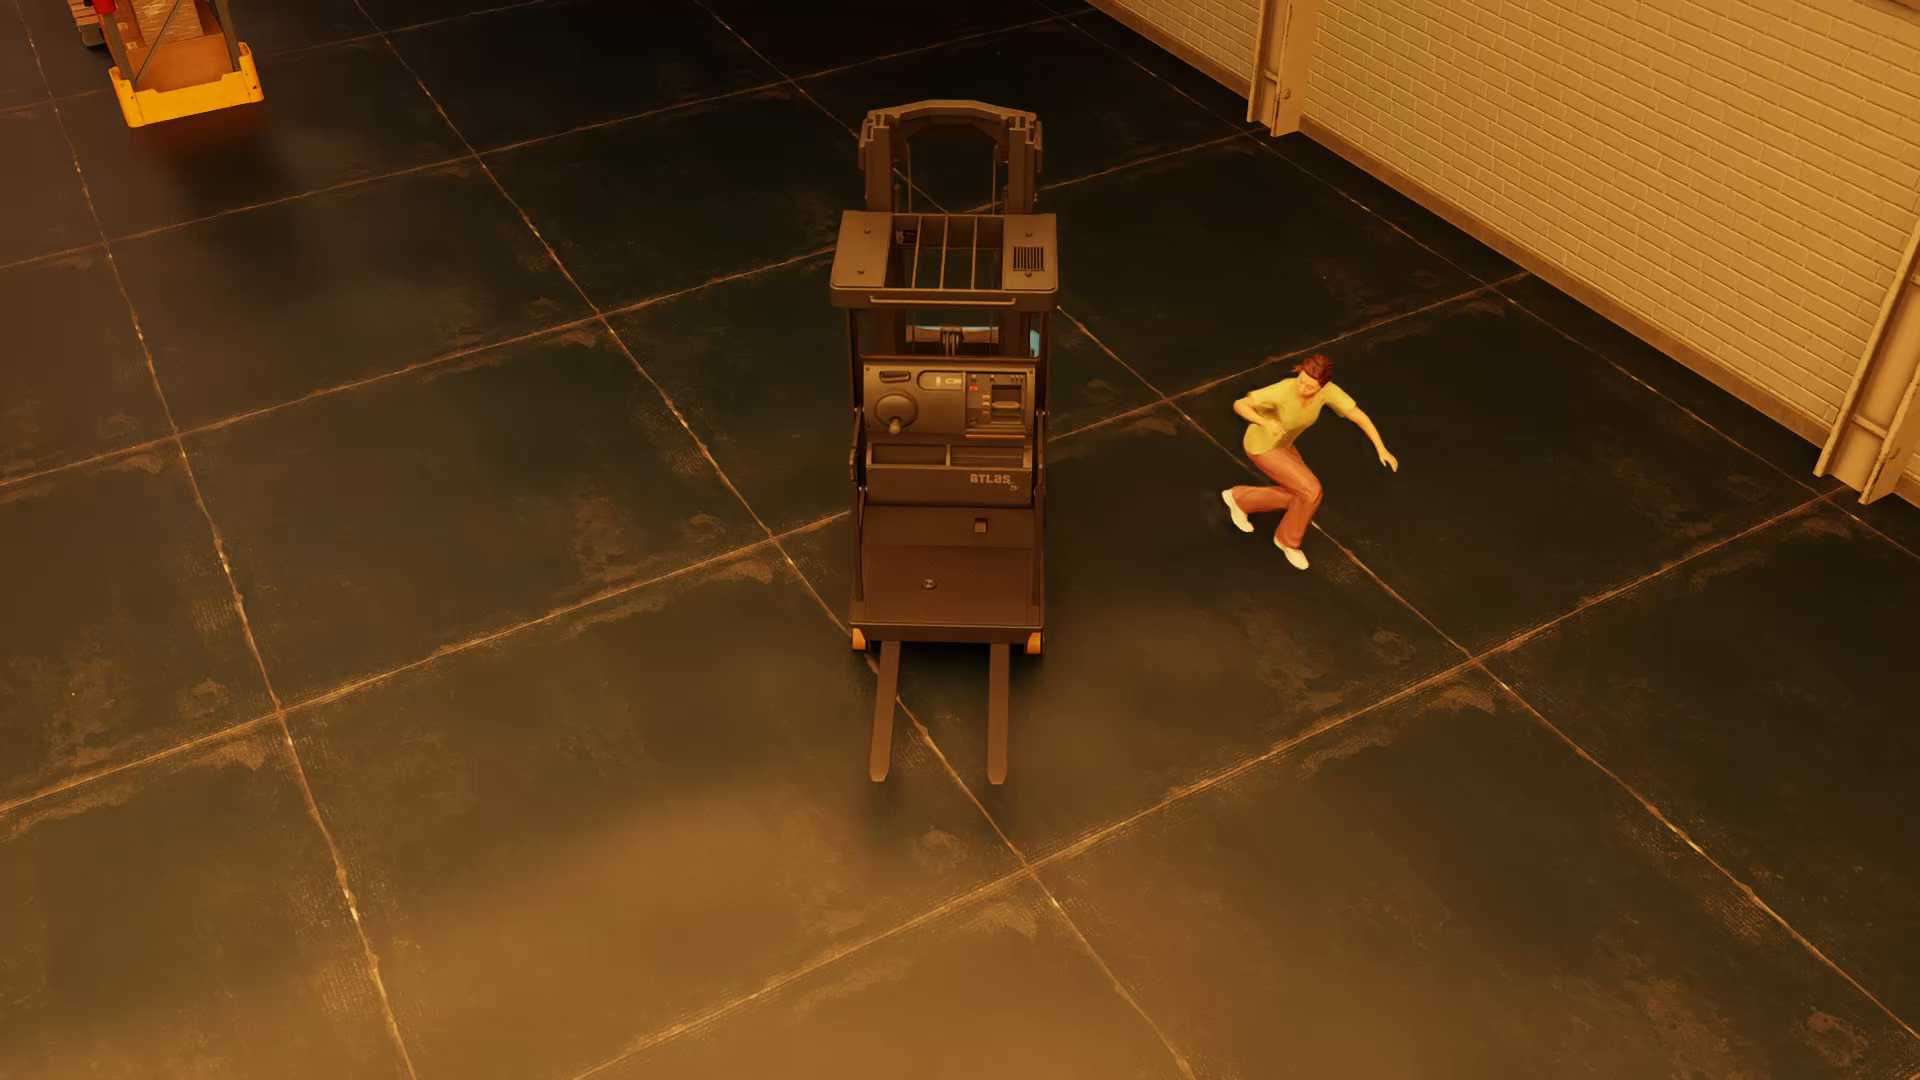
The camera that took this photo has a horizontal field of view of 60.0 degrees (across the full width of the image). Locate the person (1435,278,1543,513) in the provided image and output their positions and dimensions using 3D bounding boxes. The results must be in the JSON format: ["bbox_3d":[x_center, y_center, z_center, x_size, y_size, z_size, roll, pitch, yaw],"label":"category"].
[{"bbox_3d":[3.199,-0.890,10.075,0.667,1.592,0.369,-11,41,-12],"label":"person"}]

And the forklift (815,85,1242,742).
[{"bbox_3d":[0.377,-0.812,9.015,1.130,2.935,3.031,-25,46,-27],"label":"forklift"}]
